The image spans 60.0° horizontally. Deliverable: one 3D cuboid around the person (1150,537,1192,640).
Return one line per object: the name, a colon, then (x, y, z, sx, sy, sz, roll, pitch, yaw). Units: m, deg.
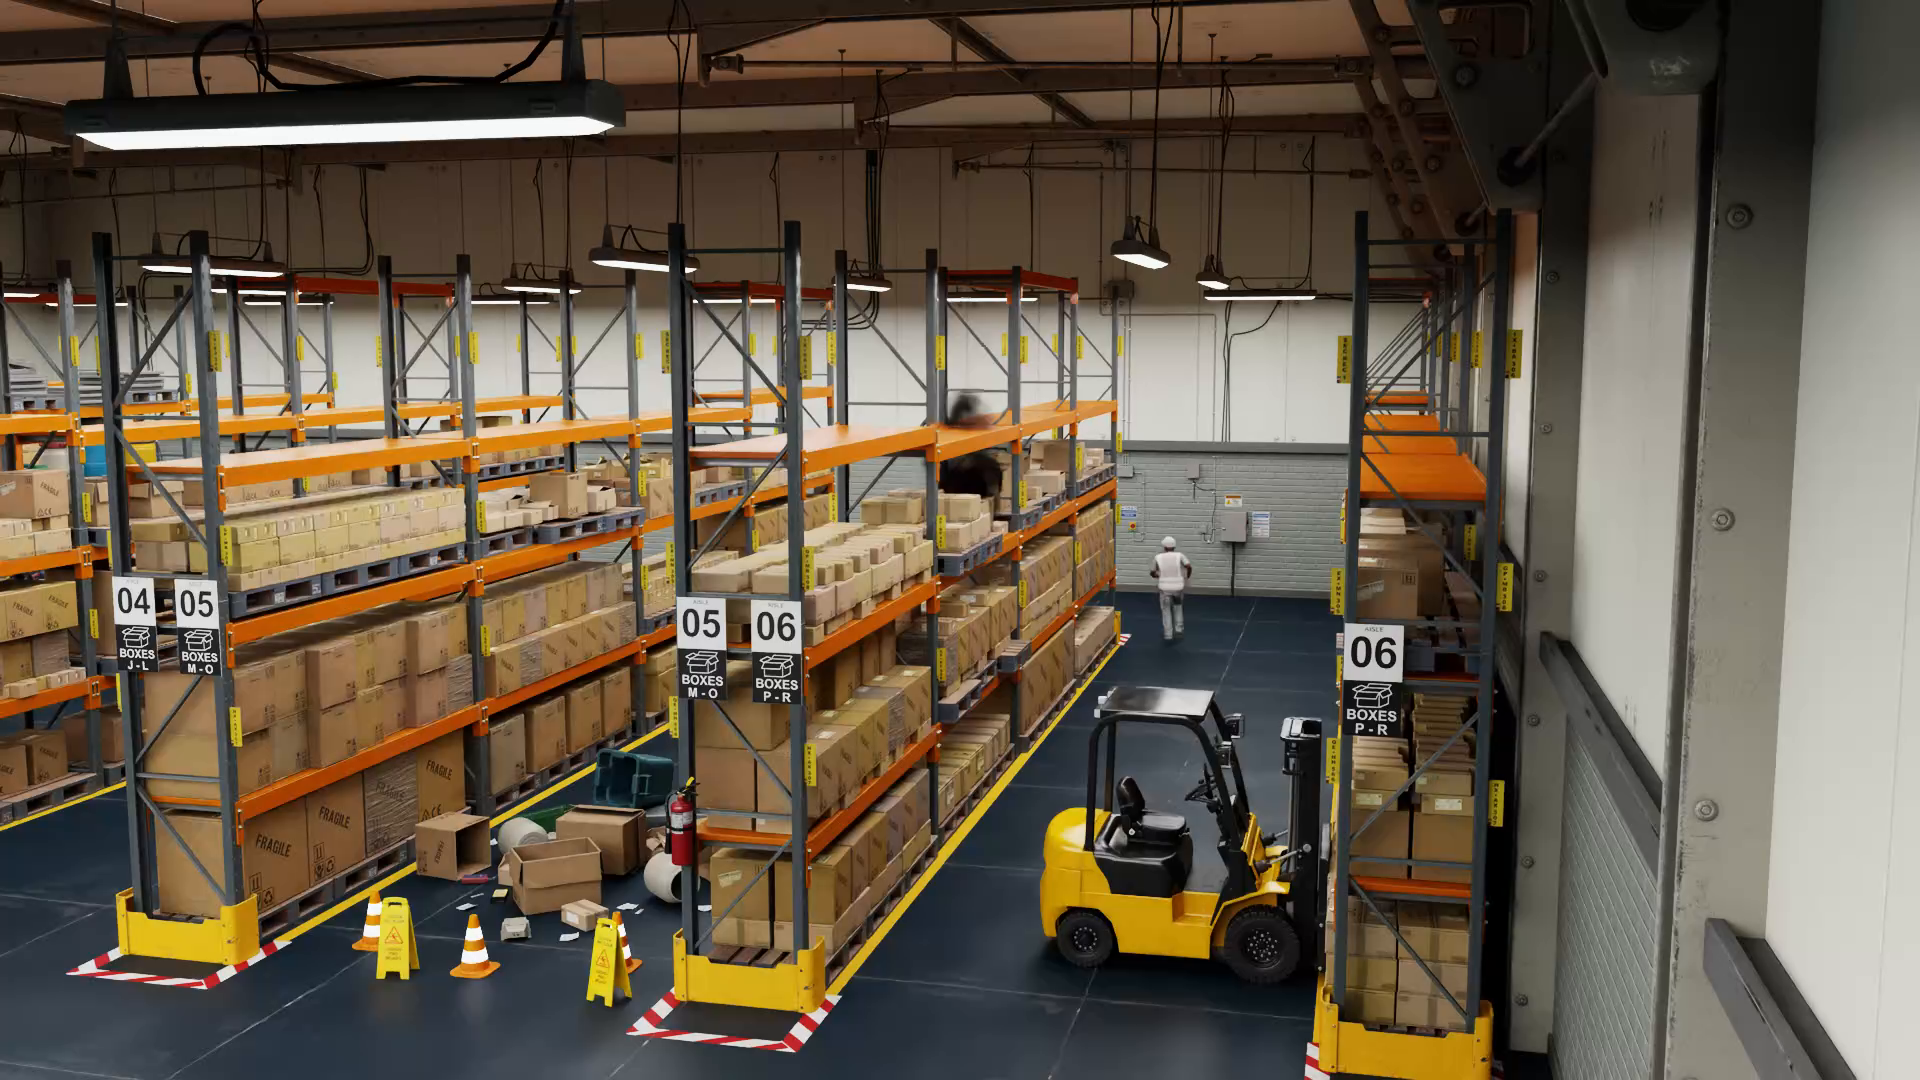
person: (3.567, 0.851, 28.264, 0.687, 1.818, 0.822, 0, 7, 1)
